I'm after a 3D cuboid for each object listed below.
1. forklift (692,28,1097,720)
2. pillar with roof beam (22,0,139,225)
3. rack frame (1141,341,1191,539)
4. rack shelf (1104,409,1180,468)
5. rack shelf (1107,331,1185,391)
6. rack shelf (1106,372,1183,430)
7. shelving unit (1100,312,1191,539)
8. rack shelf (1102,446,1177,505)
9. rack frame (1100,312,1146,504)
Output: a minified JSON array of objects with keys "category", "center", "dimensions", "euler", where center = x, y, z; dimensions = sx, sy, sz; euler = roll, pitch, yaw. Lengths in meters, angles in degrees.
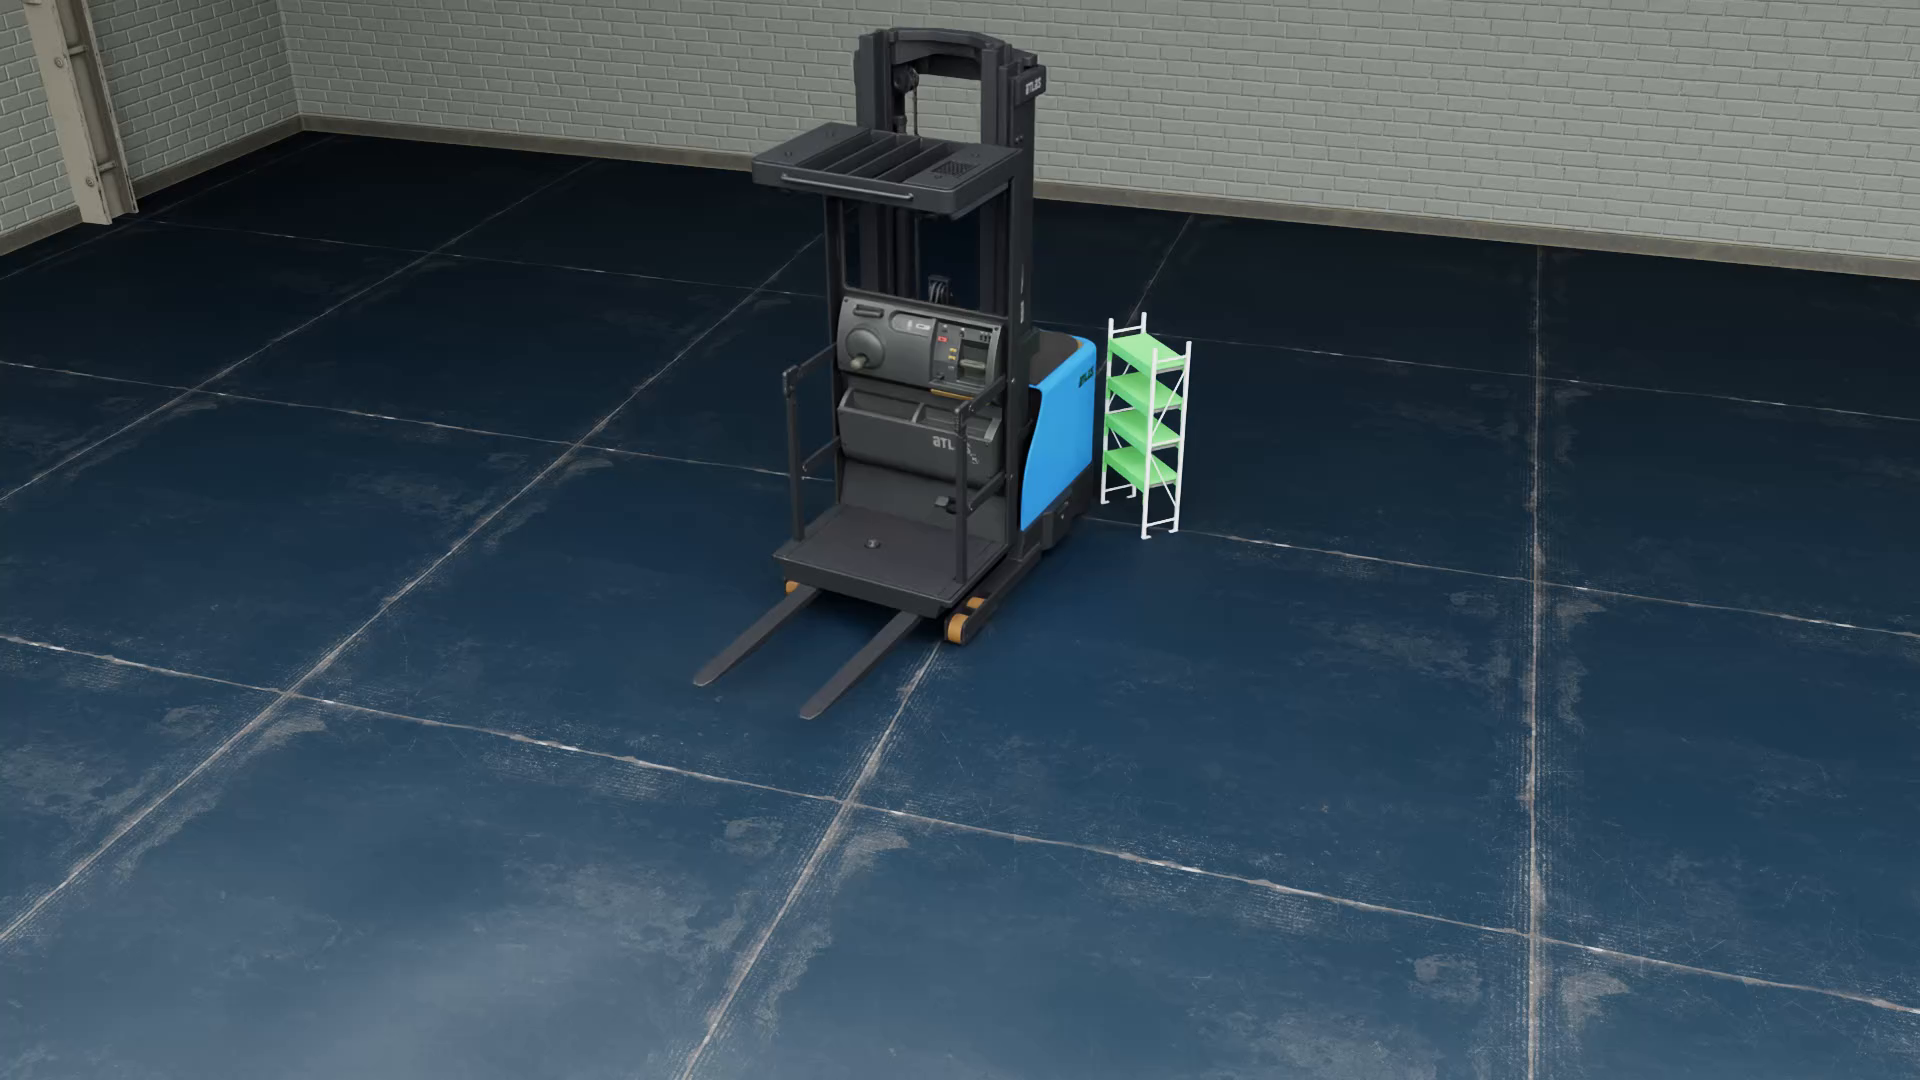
[{"category":"forklift","center":[-0.313,-0.975,8.487],"dimensions":[1.130,2.935,3.031],"euler":[14,32,23]},{"category":"pillar with roof beam","center":[-3.550,-6.236,11.703],"dimensions":[9.100,9.000,0.400],"euler":[8,30,15]},{"category":"rack frame","center":[1.176,-0.556,9.516],"dimensions":[0.240,1.200,0.015],"euler":[-13,32,-22]},{"category":"rack shelf","center":[1.073,-0.608,9.740],"dimensions":[0.258,0.148,0.480],"euler":[-13,32,-22]},{"category":"rack shelf","center":[1.073,-1.027,9.507],"dimensions":[0.258,0.148,0.480],"euler":[-13,32,-22]},{"category":"rack shelf","center":[1.073,-0.818,9.623],"dimensions":[0.258,0.148,0.480],"euler":[-13,32,-22]},{"category":"shelving unit","center":[1.073,-0.664,9.709],"dimensions":[0.258,1.200,0.503],"euler":[-13,32,-22]},{"category":"rack shelf","center":[1.073,-0.398,9.857],"dimensions":[0.258,0.148,0.480],"euler":[-13,32,-22]},{"category":"rack frame","center":[0.970,-0.771,9.902],"dimensions":[0.240,1.200,0.015],"euler":[-13,32,-22]}]
